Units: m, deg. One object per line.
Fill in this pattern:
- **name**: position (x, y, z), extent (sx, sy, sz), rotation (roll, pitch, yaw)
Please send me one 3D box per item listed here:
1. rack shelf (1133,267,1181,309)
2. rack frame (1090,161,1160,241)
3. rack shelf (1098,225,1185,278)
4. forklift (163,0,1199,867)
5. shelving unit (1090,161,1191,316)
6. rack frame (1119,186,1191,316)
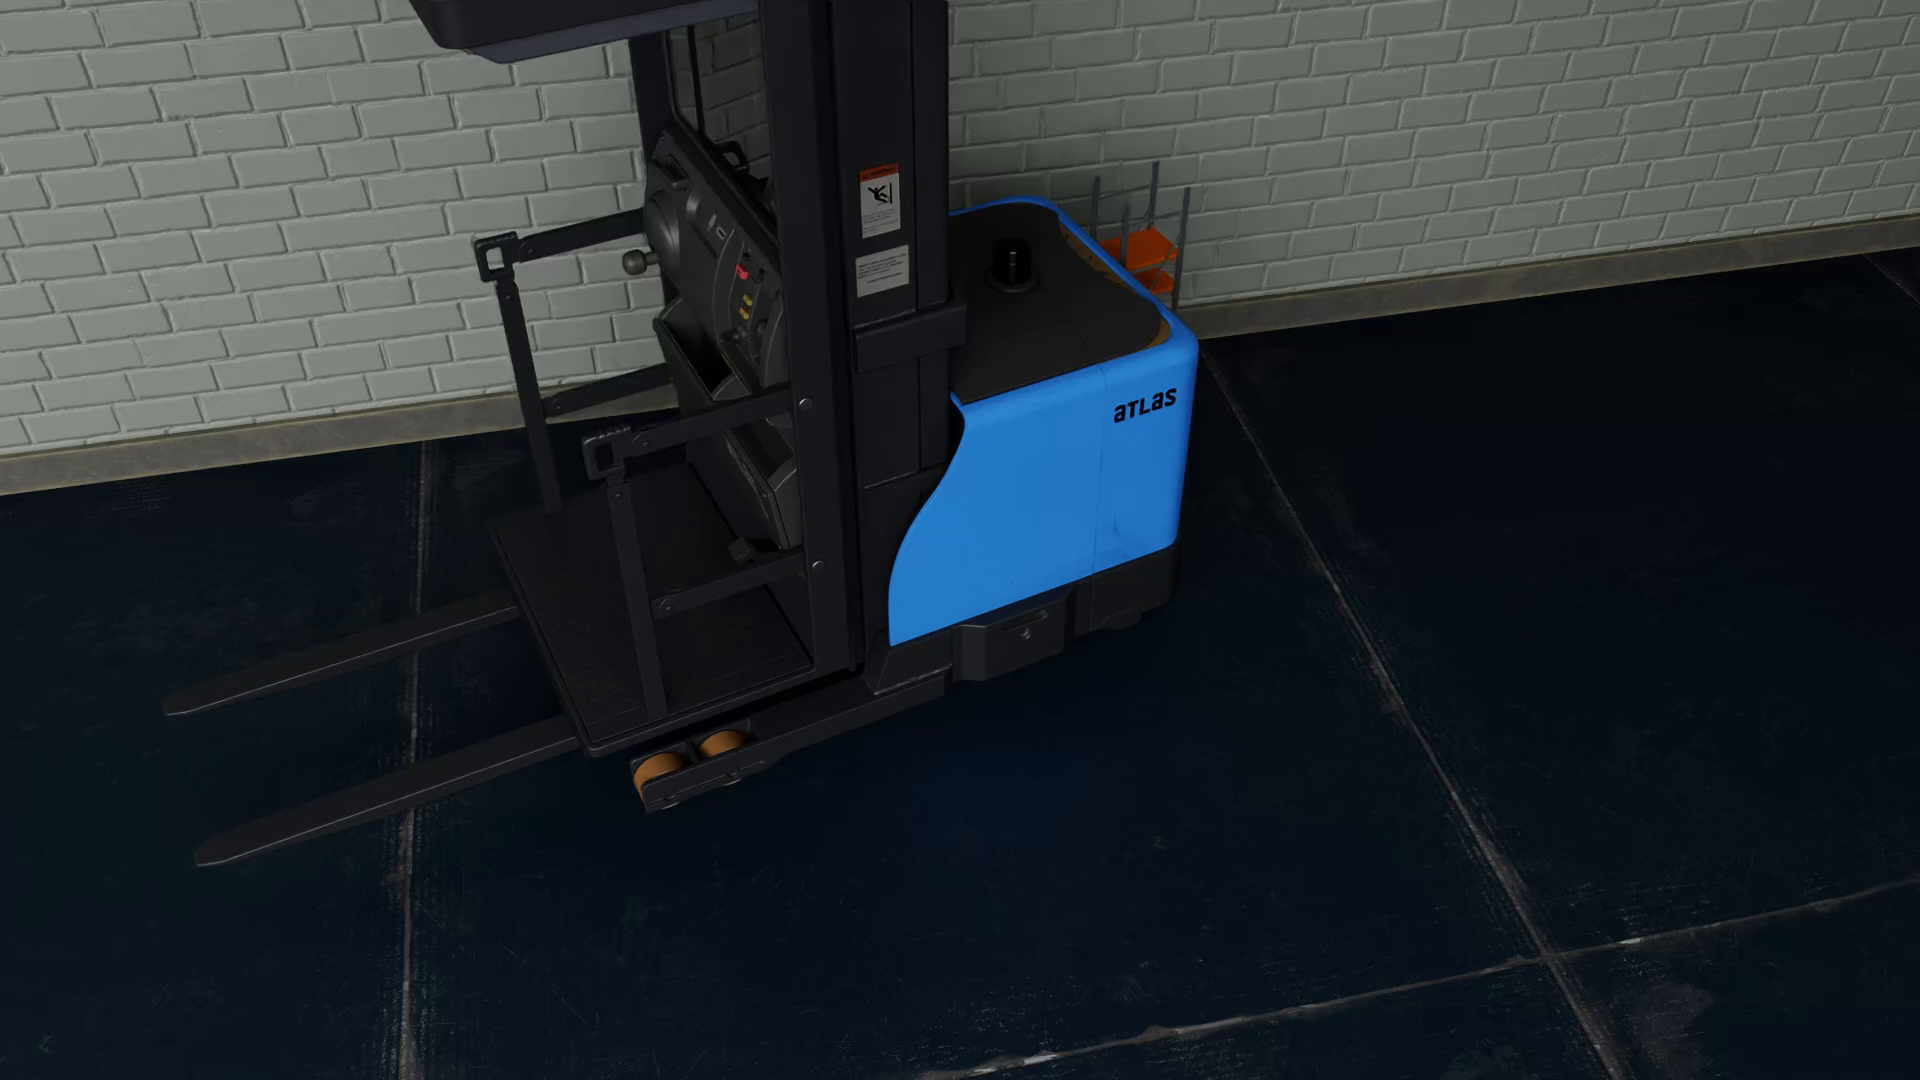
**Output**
- **rack shelf**: position (0.567, -0.817, 5.470), extent (0.258, 0.103, 0.180), rotation (-18, 45, -20)
- **rack frame**: position (0.525, -0.724, 5.660), extent (0.240, 1.200, 0.006), rotation (-18, 45, -20)
- **rack shelf**: position (0.568, -0.907, 5.391), extent (0.258, 0.103, 0.180), rotation (-18, 45, -20)
- **forklift**: position (-0.839, -0.713, 4.346), extent (3.031, 2.935, 1.130), rotation (-19, 45, -20)
- **shelving unit**: position (0.566, -0.670, 5.599), extent (0.258, 1.200, 0.189), rotation (-18, 45, -20)
- **rack frame**: position (0.608, -0.616, 5.538), extent (0.240, 1.200, 0.006), rotation (-18, 45, -20)
